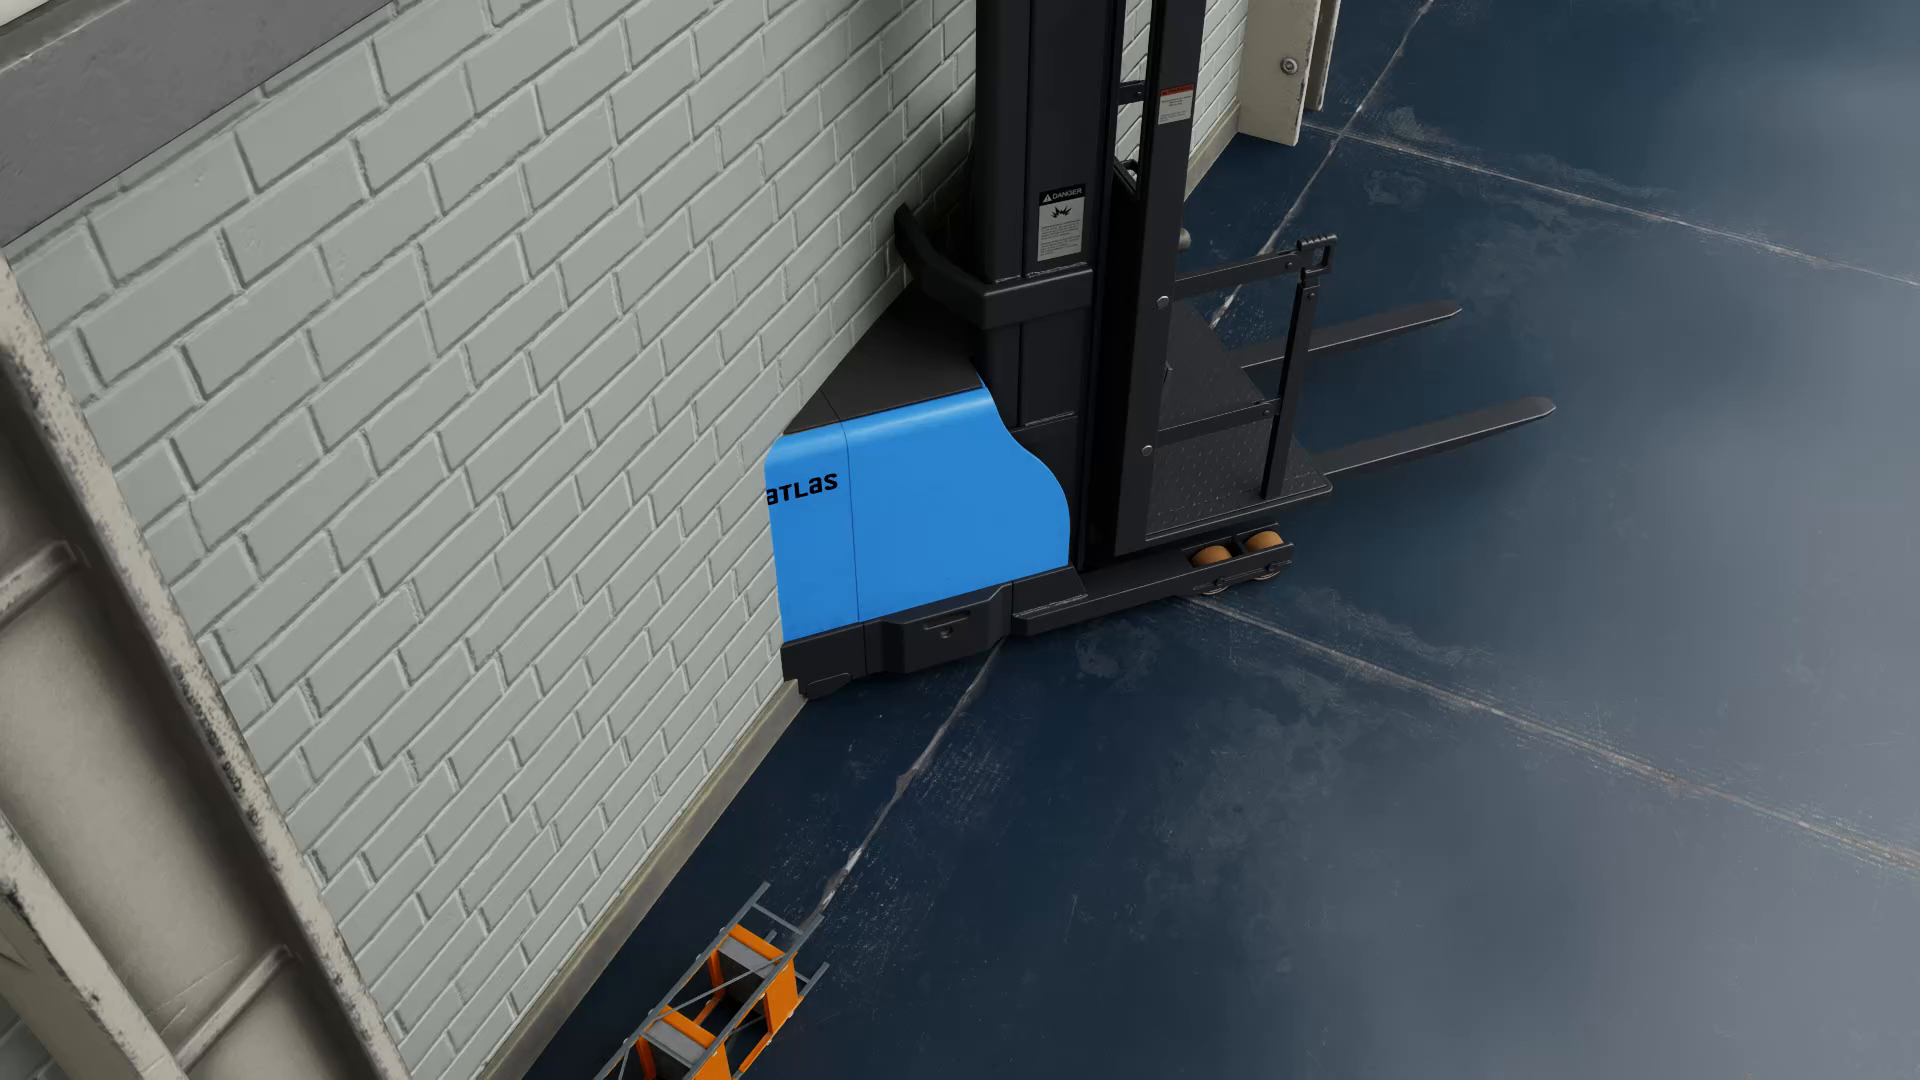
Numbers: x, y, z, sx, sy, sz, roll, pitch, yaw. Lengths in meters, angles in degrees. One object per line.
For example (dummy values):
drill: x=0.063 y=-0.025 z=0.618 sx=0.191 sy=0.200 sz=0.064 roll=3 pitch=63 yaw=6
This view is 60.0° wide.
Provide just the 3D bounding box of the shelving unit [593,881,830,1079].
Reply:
shelving unit: x=-0.732 y=1.358 z=4.226 sx=0.215 sy=0.252 sz=1.050 roll=25 pitch=50 yaw=23

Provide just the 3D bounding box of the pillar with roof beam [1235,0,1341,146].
pillar with roof beam: x=5.275 y=-3.694 z=3.074 sx=9.100 sy=9.000 sz=0.400 roll=20 pitch=49 yaw=19

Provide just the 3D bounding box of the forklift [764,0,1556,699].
forklift: x=0.584 y=-1.186 z=4.862 sx=3.031 sy=2.935 sz=1.130 roll=-15 pitch=47 yaw=-14

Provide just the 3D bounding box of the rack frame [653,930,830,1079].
rack frame: x=-0.732 y=1.444 z=4.313 sx=0.200 sy=0.008 sz=1.050 roll=25 pitch=50 yaw=23

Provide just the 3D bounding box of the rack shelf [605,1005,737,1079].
rack shelf: x=-0.737 y=1.365 z=4.220 sx=0.215 sy=0.240 sz=0.259 roll=25 pitch=50 yaw=23

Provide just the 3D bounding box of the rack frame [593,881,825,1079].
rack frame: x=-0.732 y=1.273 z=4.139 sx=0.200 sy=0.008 sz=1.050 roll=25 pitch=50 yaw=23

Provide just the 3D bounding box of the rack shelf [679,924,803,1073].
rack shelf: x=-0.581 y=1.196 z=4.386 sx=0.215 sy=0.240 sz=0.259 roll=25 pitch=50 yaw=23
